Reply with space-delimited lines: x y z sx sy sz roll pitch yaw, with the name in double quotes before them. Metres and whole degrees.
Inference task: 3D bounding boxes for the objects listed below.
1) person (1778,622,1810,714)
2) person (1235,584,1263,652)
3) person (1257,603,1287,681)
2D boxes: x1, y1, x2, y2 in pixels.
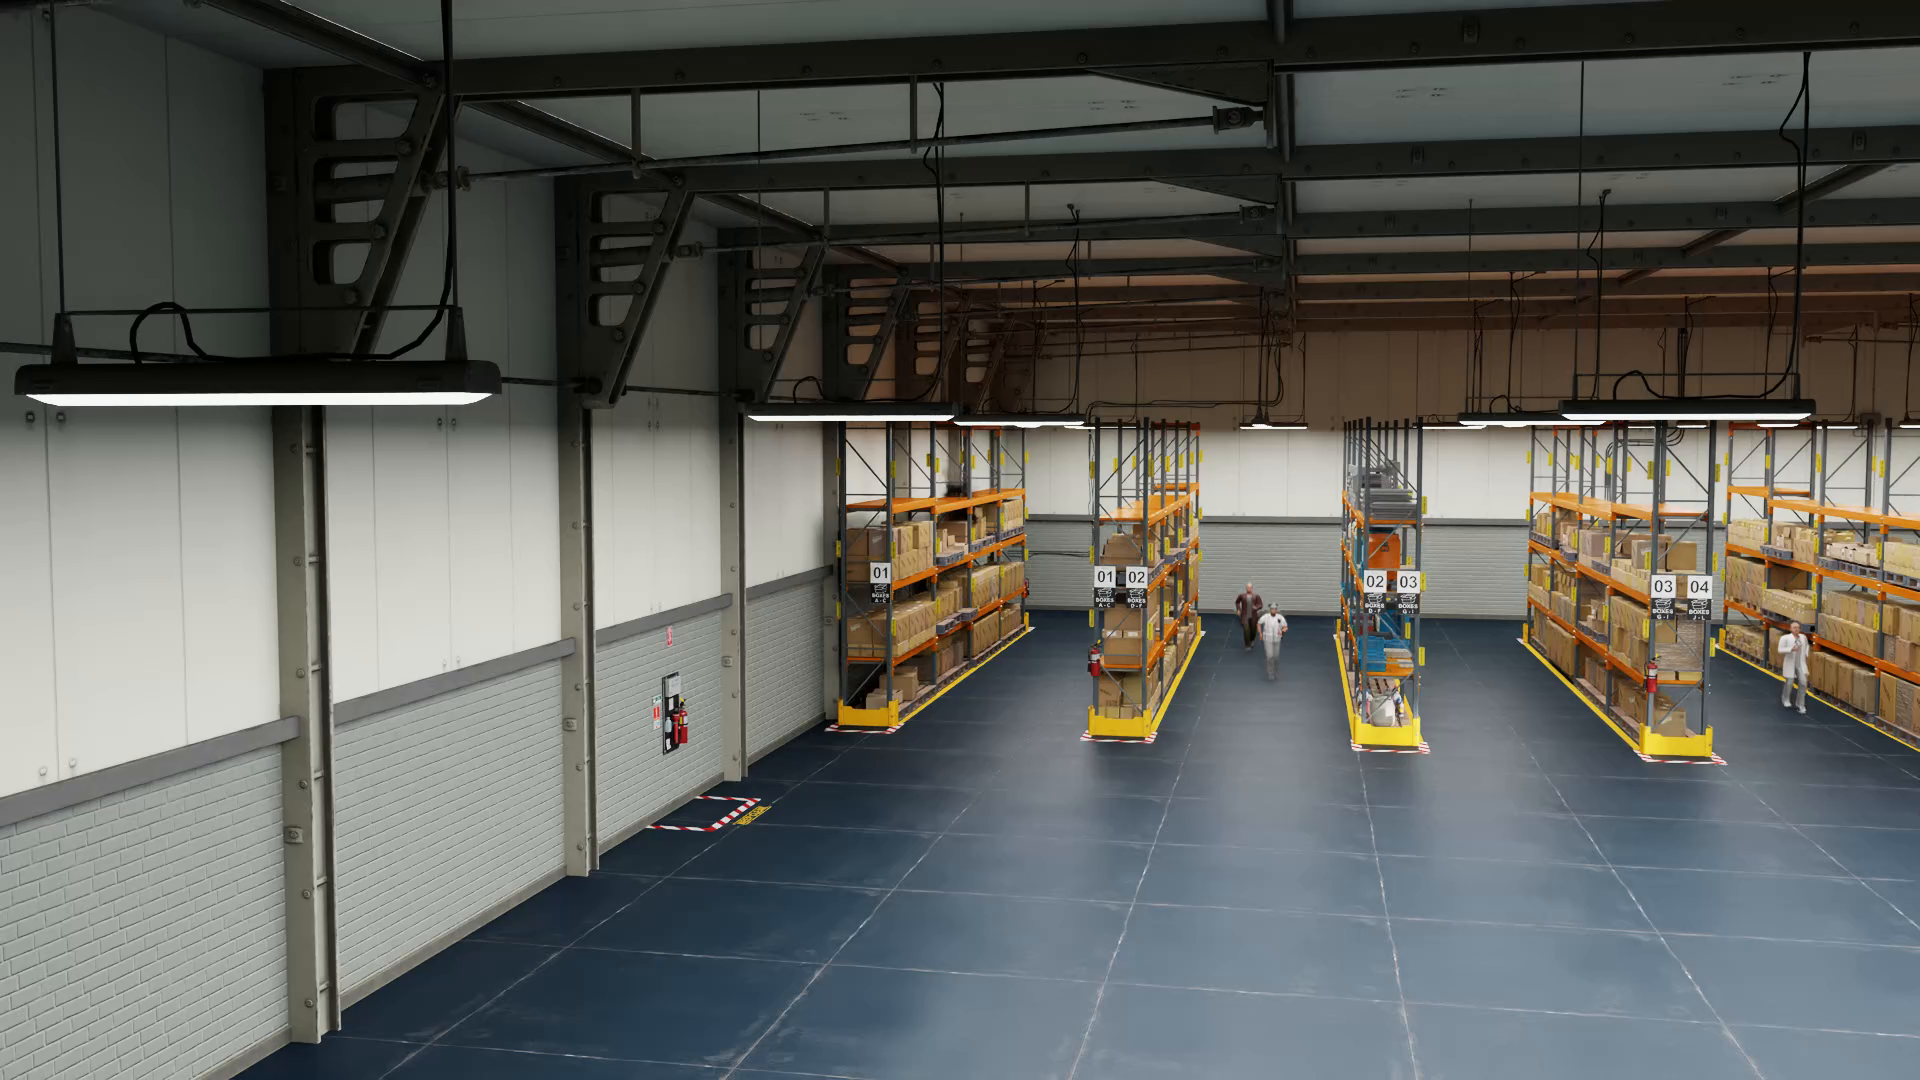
"person" 17.143 2.604 34.176 0.685 1.831 0.832 1 4 8
"person" 7.564 2.018 43.529 0.720 1.752 0.956 0 4 6
"person" 7.247 2.324 38.546 0.679 1.778 0.898 0 4 0
